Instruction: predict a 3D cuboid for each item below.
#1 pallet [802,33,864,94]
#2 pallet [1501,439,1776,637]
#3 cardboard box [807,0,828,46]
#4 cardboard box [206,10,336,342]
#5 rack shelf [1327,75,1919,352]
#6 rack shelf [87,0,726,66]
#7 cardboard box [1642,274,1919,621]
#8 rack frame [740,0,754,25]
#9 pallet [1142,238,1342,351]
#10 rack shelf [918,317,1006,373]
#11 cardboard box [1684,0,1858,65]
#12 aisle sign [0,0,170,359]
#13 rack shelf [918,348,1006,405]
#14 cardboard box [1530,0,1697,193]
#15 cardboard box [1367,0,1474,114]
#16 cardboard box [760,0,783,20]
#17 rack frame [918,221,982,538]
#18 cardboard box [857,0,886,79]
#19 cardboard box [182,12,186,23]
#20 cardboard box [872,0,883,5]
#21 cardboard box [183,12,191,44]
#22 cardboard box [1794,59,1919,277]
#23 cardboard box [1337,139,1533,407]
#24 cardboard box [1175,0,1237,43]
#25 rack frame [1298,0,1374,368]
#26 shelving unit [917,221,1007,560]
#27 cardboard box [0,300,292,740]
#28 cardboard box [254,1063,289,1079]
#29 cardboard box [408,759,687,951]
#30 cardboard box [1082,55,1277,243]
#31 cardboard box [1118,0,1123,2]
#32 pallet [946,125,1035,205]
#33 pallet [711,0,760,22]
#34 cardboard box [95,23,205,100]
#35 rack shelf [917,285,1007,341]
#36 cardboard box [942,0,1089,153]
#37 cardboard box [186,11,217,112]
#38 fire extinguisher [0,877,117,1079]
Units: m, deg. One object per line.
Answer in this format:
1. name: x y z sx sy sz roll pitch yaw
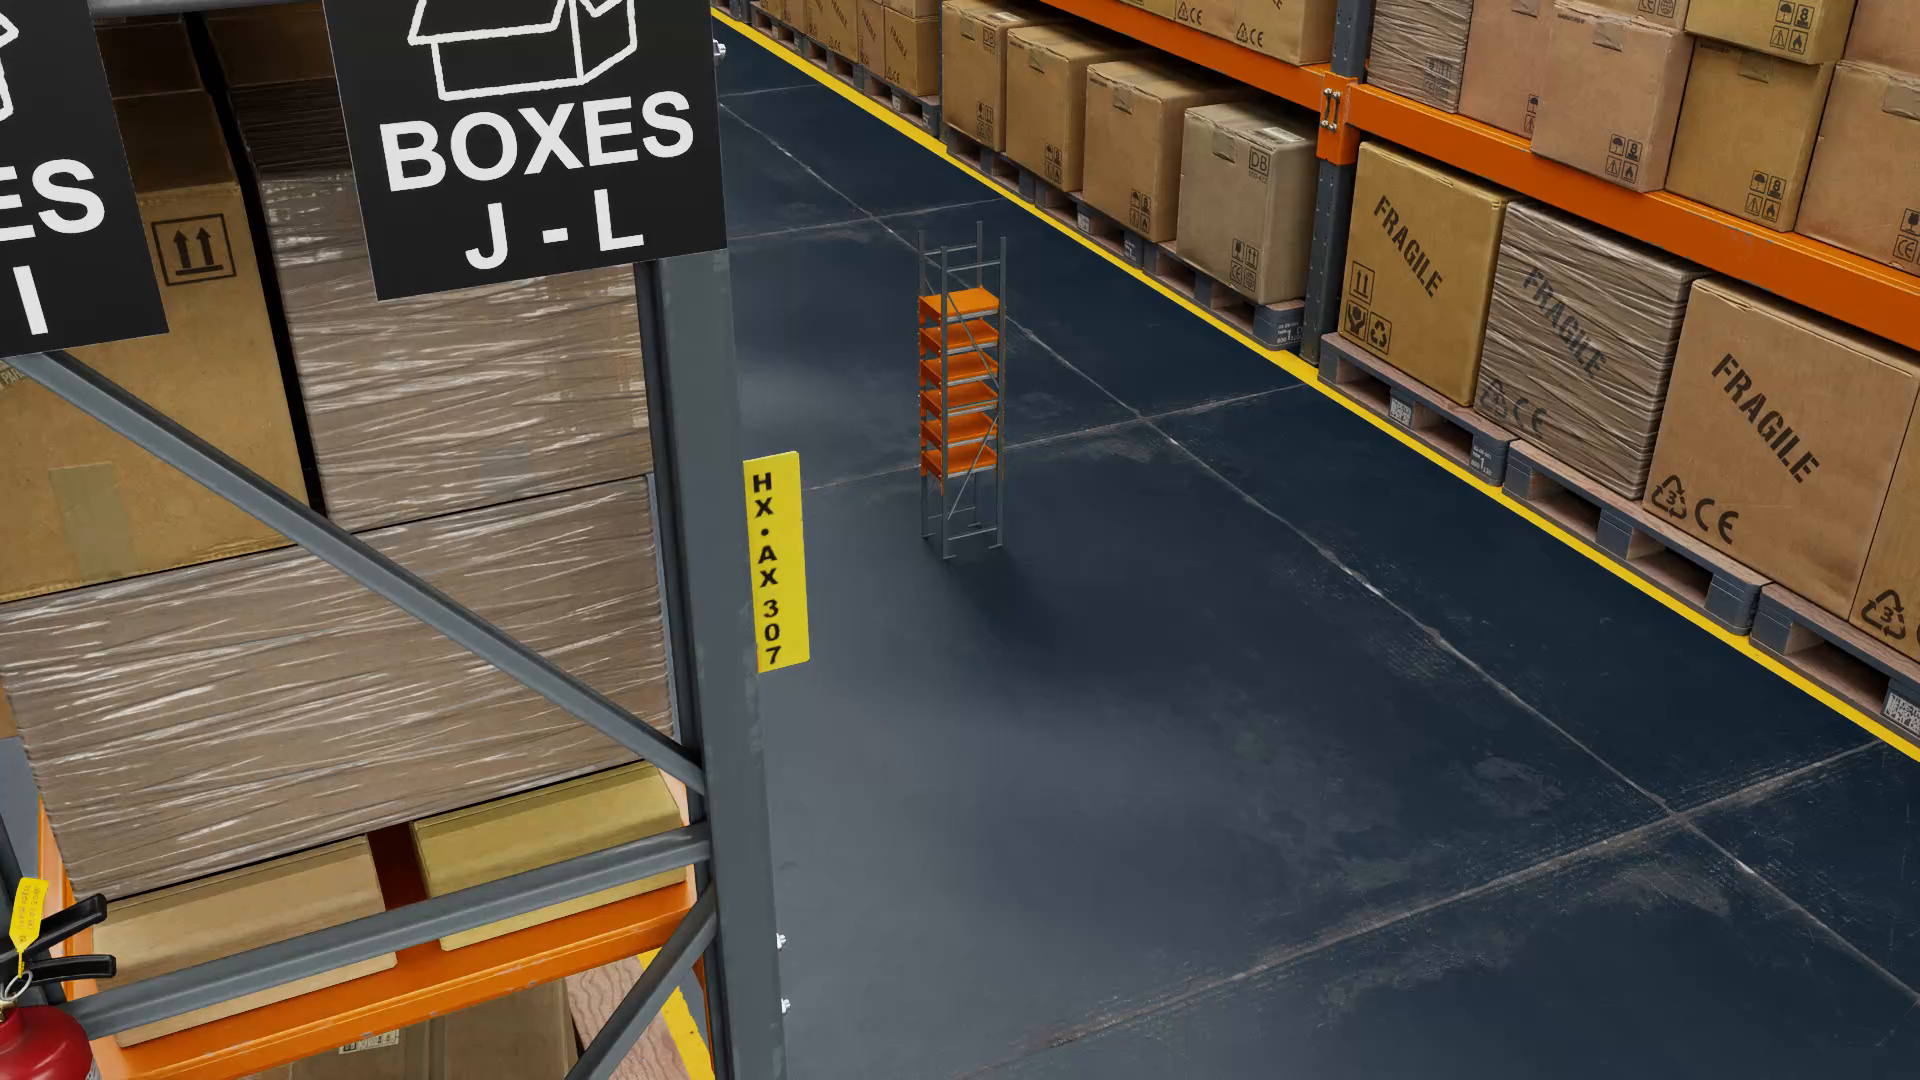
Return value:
1. pallet: -0.512 -3.670 12.580 1.003 0.211 1.213 -13 32 -22
2. pallet: 2.843 -0.128 6.262 1.003 0.211 1.213 -13 32 -22
3. cardboard box: -0.832 -4.019 12.476 0.500 0.500 0.500 -13 32 -21
4. cardboard box: -0.945 -0.604 2.832 0.500 0.500 0.500 -13 32 -22
5. rack shelf: 2.918 -1.039 5.771 1.077 0.370 4.000 -13 32 -22
6. rack shelf: -1.605 -1.350 3.260 1.077 0.370 4.000 -13 32 -22
7. cardboard box: 3.046 -0.399 5.639 0.875 0.875 0.875 -14 32 -23
8. rack frame: -1.375 -5.770 13.473 1.000 3.000 0.127 -13 32 -22
9. pallet: 1.660 -1.345 8.432 1.003 0.211 1.213 -13 32 -22
10. rack shelf: 0.006 -0.688 5.849 0.258 0.103 0.180 -13 32 -22
11. cardboard box: 2.870 -1.884 5.285 0.875 0.550 0.500 -13 32 -22
12. aisle sign: -0.991 -0.516 1.445 0.394 0.787 0.004 -13 32 -22
13. rack shelf: 0.006 -0.583 5.908 0.258 0.103 0.180 -13 32 -22
14. cardboard box: 2.610 -1.640 5.954 0.875 0.550 0.550 -13 32 -22
15. cardboard box: 2.228 -2.141 6.848 0.875 0.550 0.550 -13 32 -22
16. cardboard box: -1.298 -4.481 13.300 0.500 0.500 0.500 -12 31 -20
17. rack frame: -0.033 -0.557 6.017 0.240 1.200 0.006 -13 32 -22
18. cardboard box: -0.396 -3.562 11.661 0.500 0.500 0.500 -12 31 -20
19. cardboard box: -1.845 -0.936 3.425 0.500 0.500 0.500 -13 32 -22
20. cardboard box: -0.415 -3.891 11.481 0.500 0.250 0.500 -13 32 -21
21. cardboard box: -1.806 -1.487 4.407 0.500 0.500 0.500 -13 32 -22
22. cardboard box: 3.193 -1.201 5.172 0.875 0.550 0.550 -13 32 -22
23. cardboard box: 2.266 -1.200 7.066 0.875 0.875 0.875 -13 32 -21
24. cardboard box: 1.377 -2.677 7.855 0.500 0.500 0.500 -13 32 -23
25. rack frame: 2.059 -2.236 7.171 1.000 3.000 0.127 -13 32 -22
26. shelving unit: 0.006 -0.517 5.945 0.258 1.200 0.189 -13 32 -22
27. cardboard box: -1.281 -0.090 2.937 0.875 0.500 0.500 -13 32 -22
28. cardboard box: -1.287 0.899 3.707 0.500 0.500 0.500 -5 30 -9
29. cardboard box: -0.654 0.461 2.617 0.380 0.149 0.250 -13 32 -22
30. cardboard box: 1.301 -2.120 8.835 1.050 0.750 0.750 -13 32 -22
31. cardboard box: 0.940 -3.124 8.652 0.500 0.500 0.500 -13 32 -22
32. pallet: 0.612 -2.423 10.355 1.003 0.211 1.213 -13 32 -22
33. pallet: -1.696 -4.843 14.671 1.003 0.211 1.213 -13 32 -22
34. cardboard box: -1.426 -0.493 2.633 0.500 0.500 0.500 -13 32 -22
35. rack shelf: 0.006 -0.792 5.791 0.258 0.103 0.180 -13 32 -22
36. cardboard box: 0.522 -2.917 10.256 1.050 0.750 0.750 -14 32 -23
37. cardboard box: -1.381 -1.044 3.617 0.500 0.500 0.500 -13 32 -22
38. fire extinguisher: -1.114 0.709 1.998 0.296 0.674 0.183 -13 32 -22
